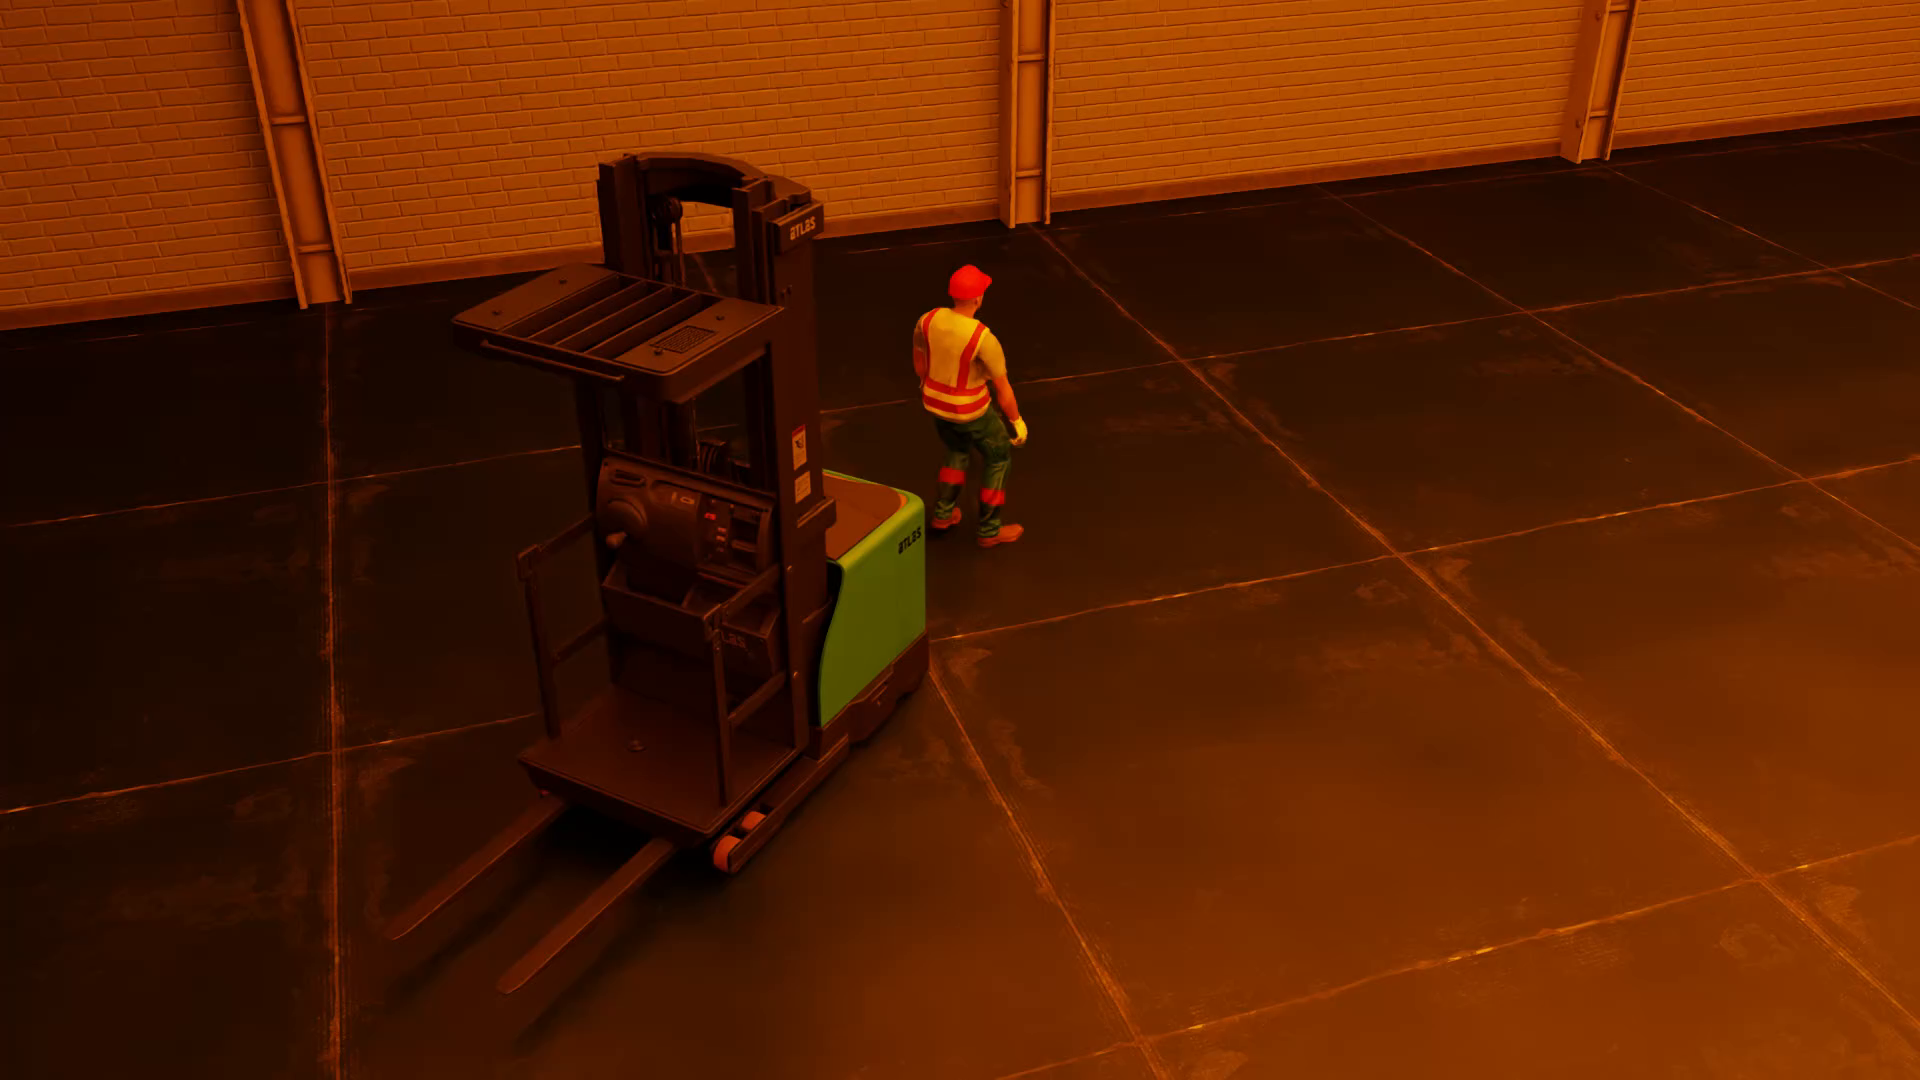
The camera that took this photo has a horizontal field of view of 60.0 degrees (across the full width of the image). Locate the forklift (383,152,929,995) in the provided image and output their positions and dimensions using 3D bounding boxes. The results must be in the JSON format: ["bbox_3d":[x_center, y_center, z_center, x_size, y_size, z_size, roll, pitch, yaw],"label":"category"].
[{"bbox_3d":[-1.322,-0.041,7.158,1.130,2.935,3.031,16,33,25],"label":"forklift"}]

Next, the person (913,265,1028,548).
[{"bbox_3d":[0.061,-0.791,9.683,0.783,1.730,0.430,20,35,30],"label":"person"}]
